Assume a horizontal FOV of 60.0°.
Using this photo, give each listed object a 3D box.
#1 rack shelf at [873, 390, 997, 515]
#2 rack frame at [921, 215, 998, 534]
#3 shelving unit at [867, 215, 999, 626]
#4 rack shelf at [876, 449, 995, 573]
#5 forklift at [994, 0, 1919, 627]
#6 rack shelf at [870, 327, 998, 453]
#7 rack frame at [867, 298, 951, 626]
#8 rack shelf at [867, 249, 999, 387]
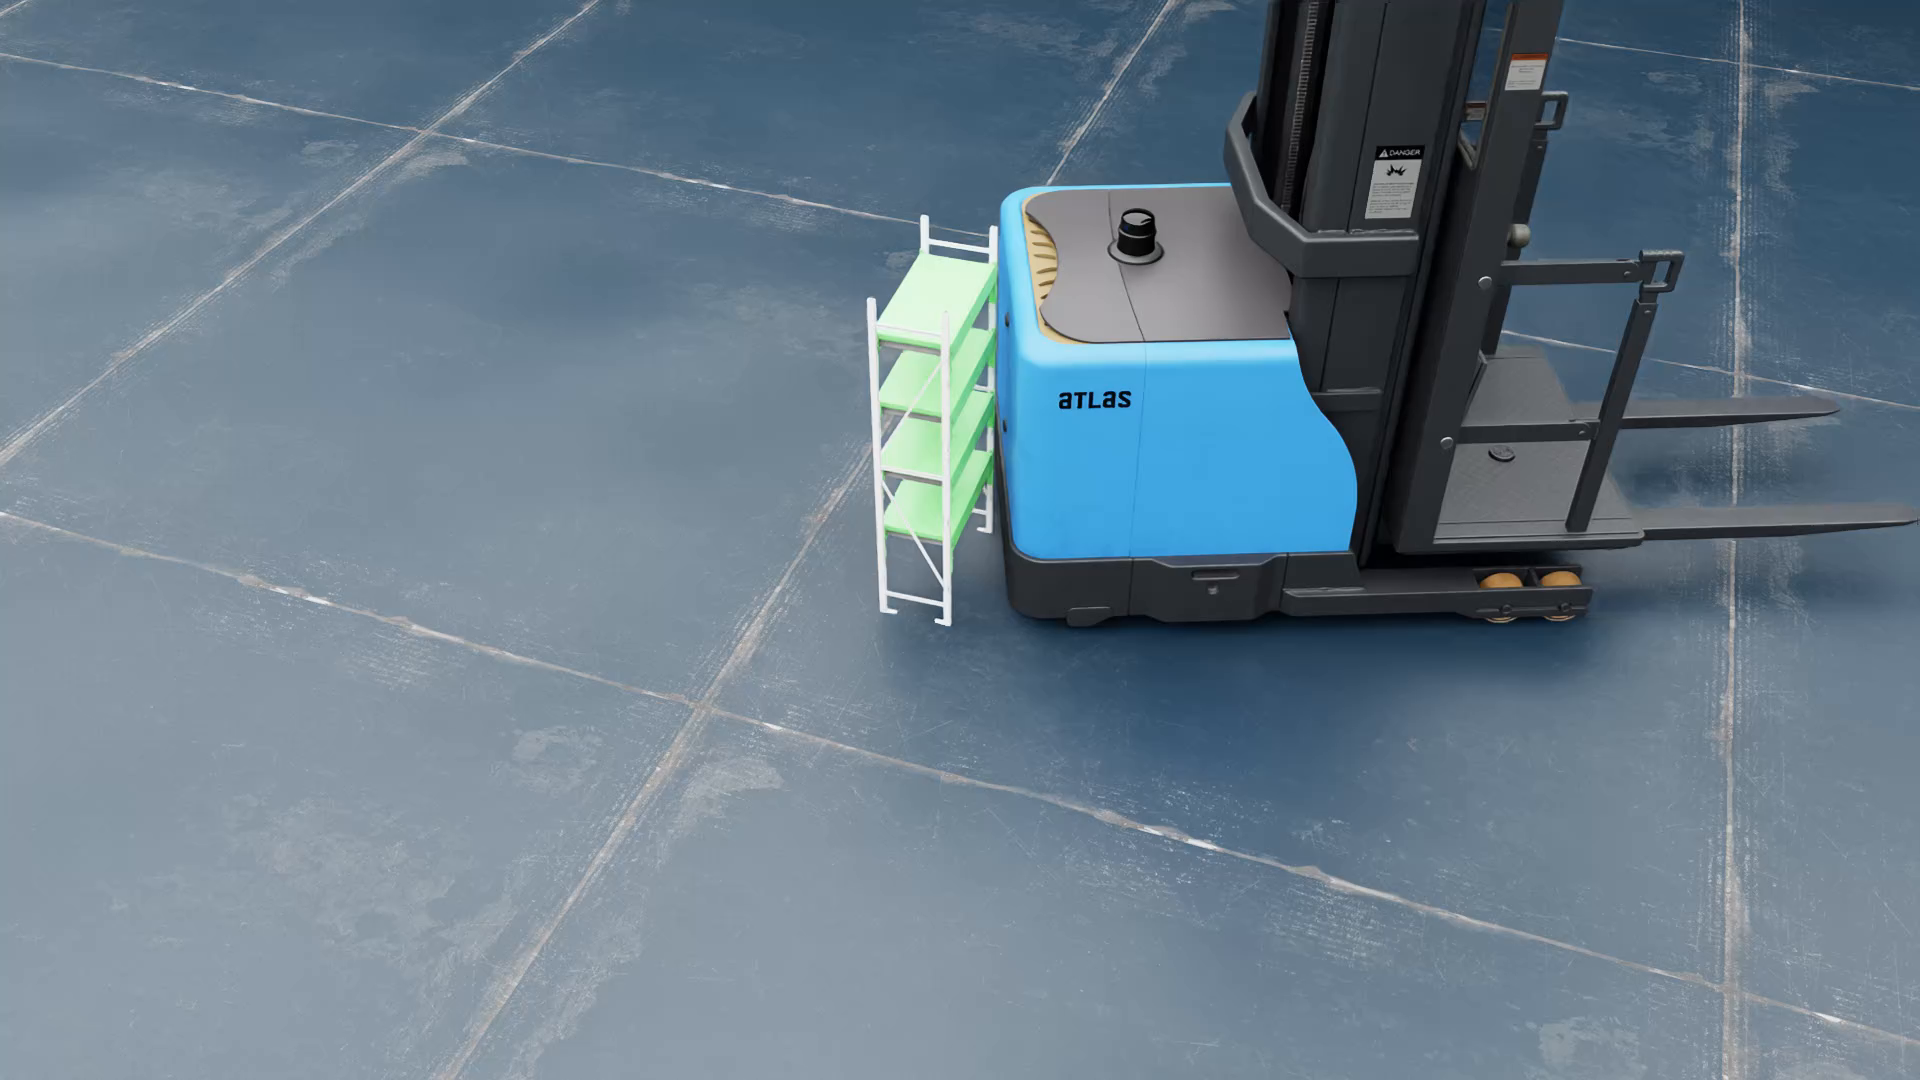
[{"bbox_3d":[-0.074,-0.305,5.281,0.258,0.148,0.480,11,42,13],"label":"rack shelf"},{"bbox_3d":[-0.003,-0.505,5.417,0.240,1.200,0.015,11,42,13],"label":"rack frame"},{"bbox_3d":[-0.074,-0.353,5.240,0.258,1.200,0.503,11,42,13],"label":"shelving unit"},{"bbox_3d":[-0.074,-0.122,5.437,0.258,0.148,0.480,11,42,13],"label":"rack shelf"},{"bbox_3d":[1.652,-1.189,4.885,3.031,2.935,1.130,-2,40,-2],"label":"forklift"},{"bbox_3d":[-0.074,-0.487,5.125,0.258,0.148,0.480,11,42,13],"label":"rack shelf"},{"bbox_3d":[-0.146,-0.202,5.062,0.240,1.200,0.015,11,42,13],"label":"rack frame"},{"bbox_3d":[-0.074,-0.670,4.970,0.258,0.148,0.480,11,42,13],"label":"rack shelf"}]
